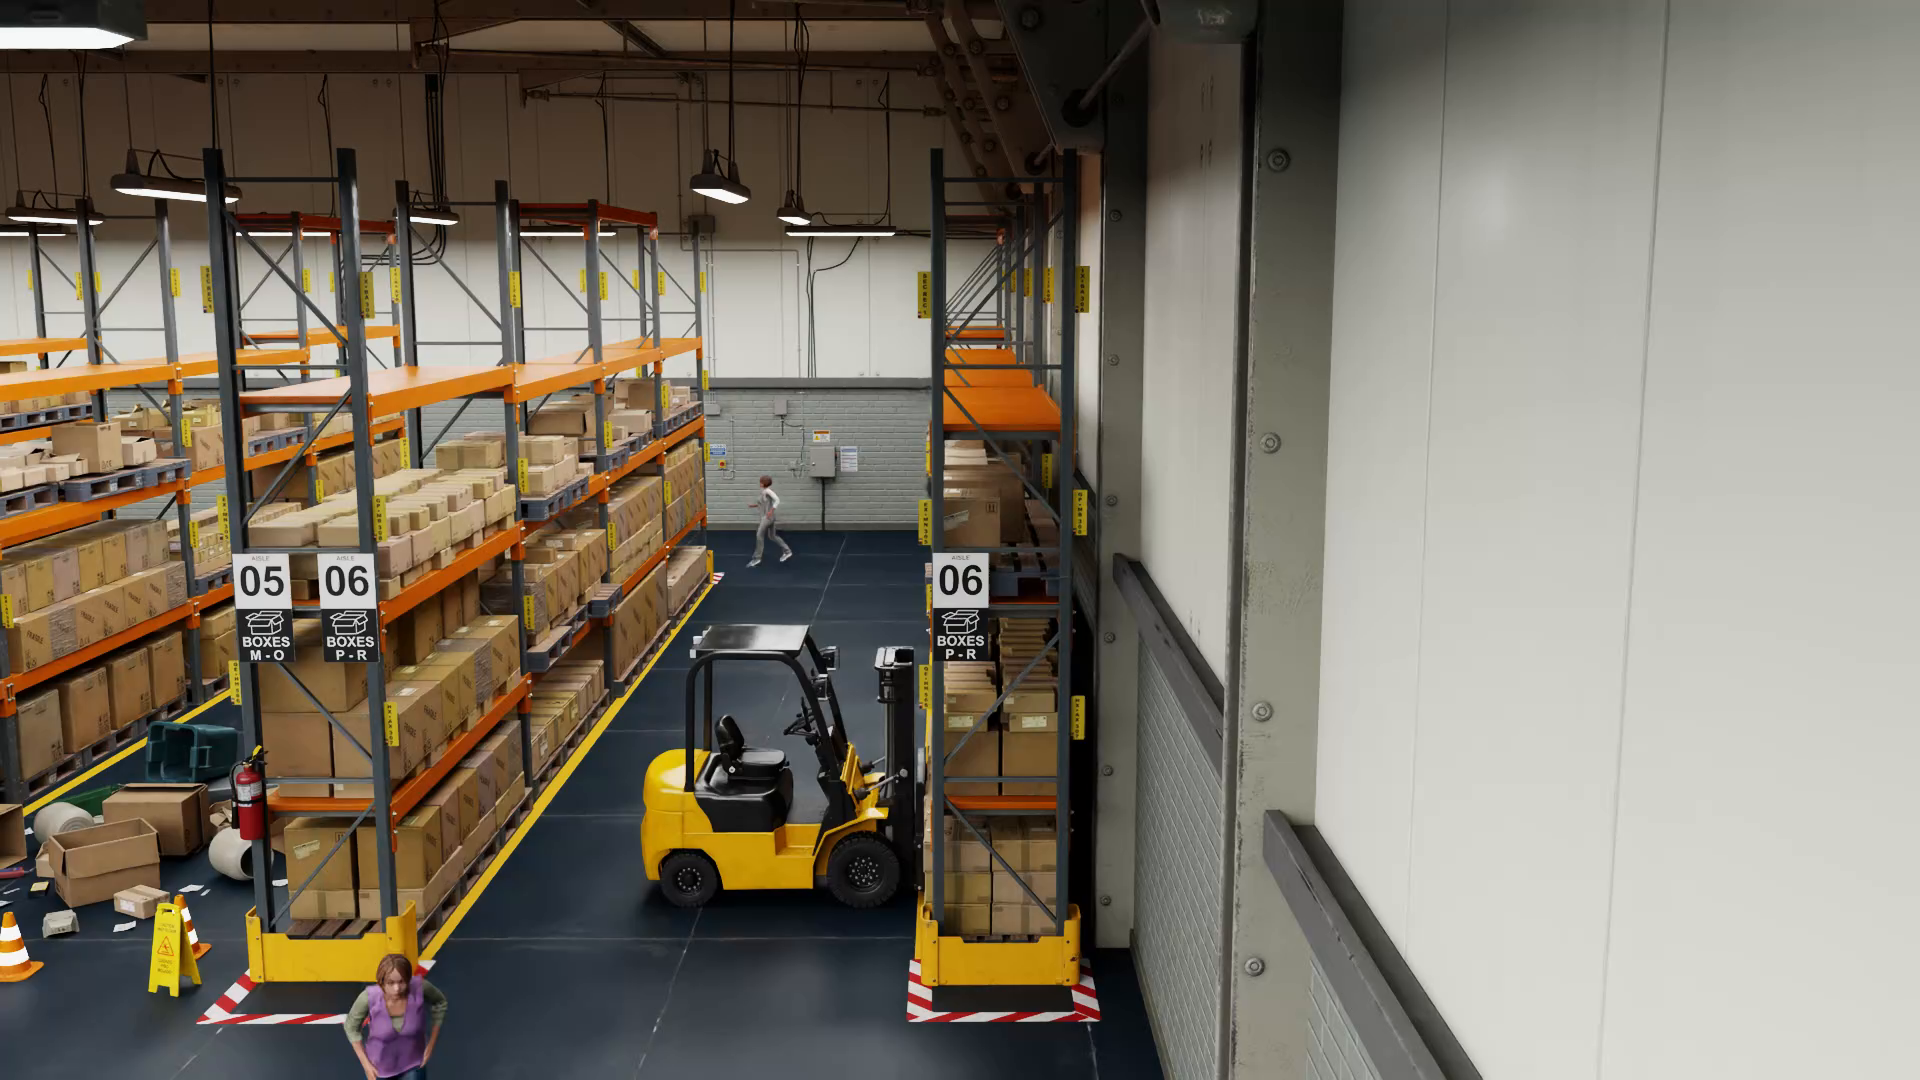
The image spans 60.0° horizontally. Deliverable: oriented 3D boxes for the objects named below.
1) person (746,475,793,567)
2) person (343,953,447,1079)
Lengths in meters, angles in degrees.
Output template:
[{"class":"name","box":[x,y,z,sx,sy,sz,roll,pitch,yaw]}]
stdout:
[{"class":"person","box":[-3.380,-0.340,29.421,0.818,1.629,0.551,-1,9,-3]},{"class":"person","box":[-3.185,2.956,9.392,0.549,1.548,0.866,-5,10,-27]}]
